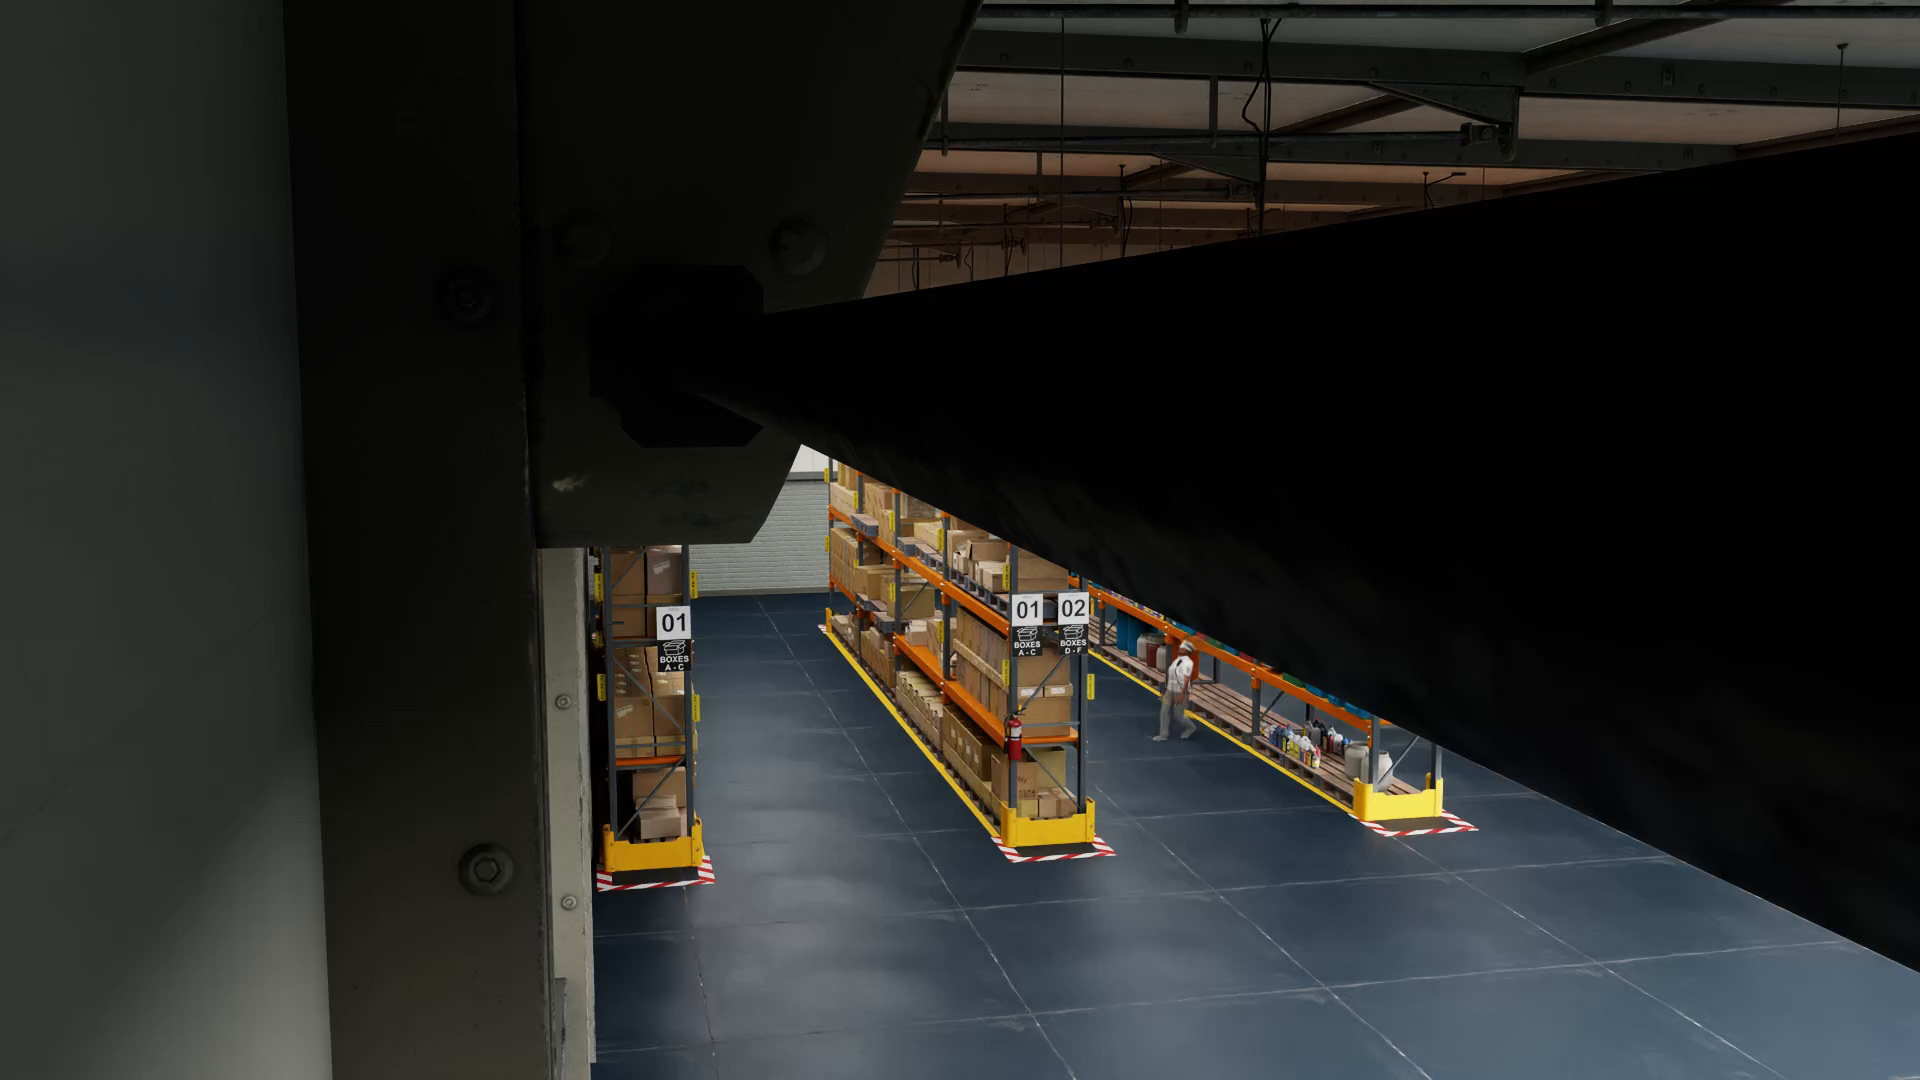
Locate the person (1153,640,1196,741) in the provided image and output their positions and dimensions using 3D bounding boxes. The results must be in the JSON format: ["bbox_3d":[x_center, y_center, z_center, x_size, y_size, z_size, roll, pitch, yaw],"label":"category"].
[{"bbox_3d":[3.452,2.383,26.358,0.660,1.634,0.606,-5,9,-38],"label":"person"}]
